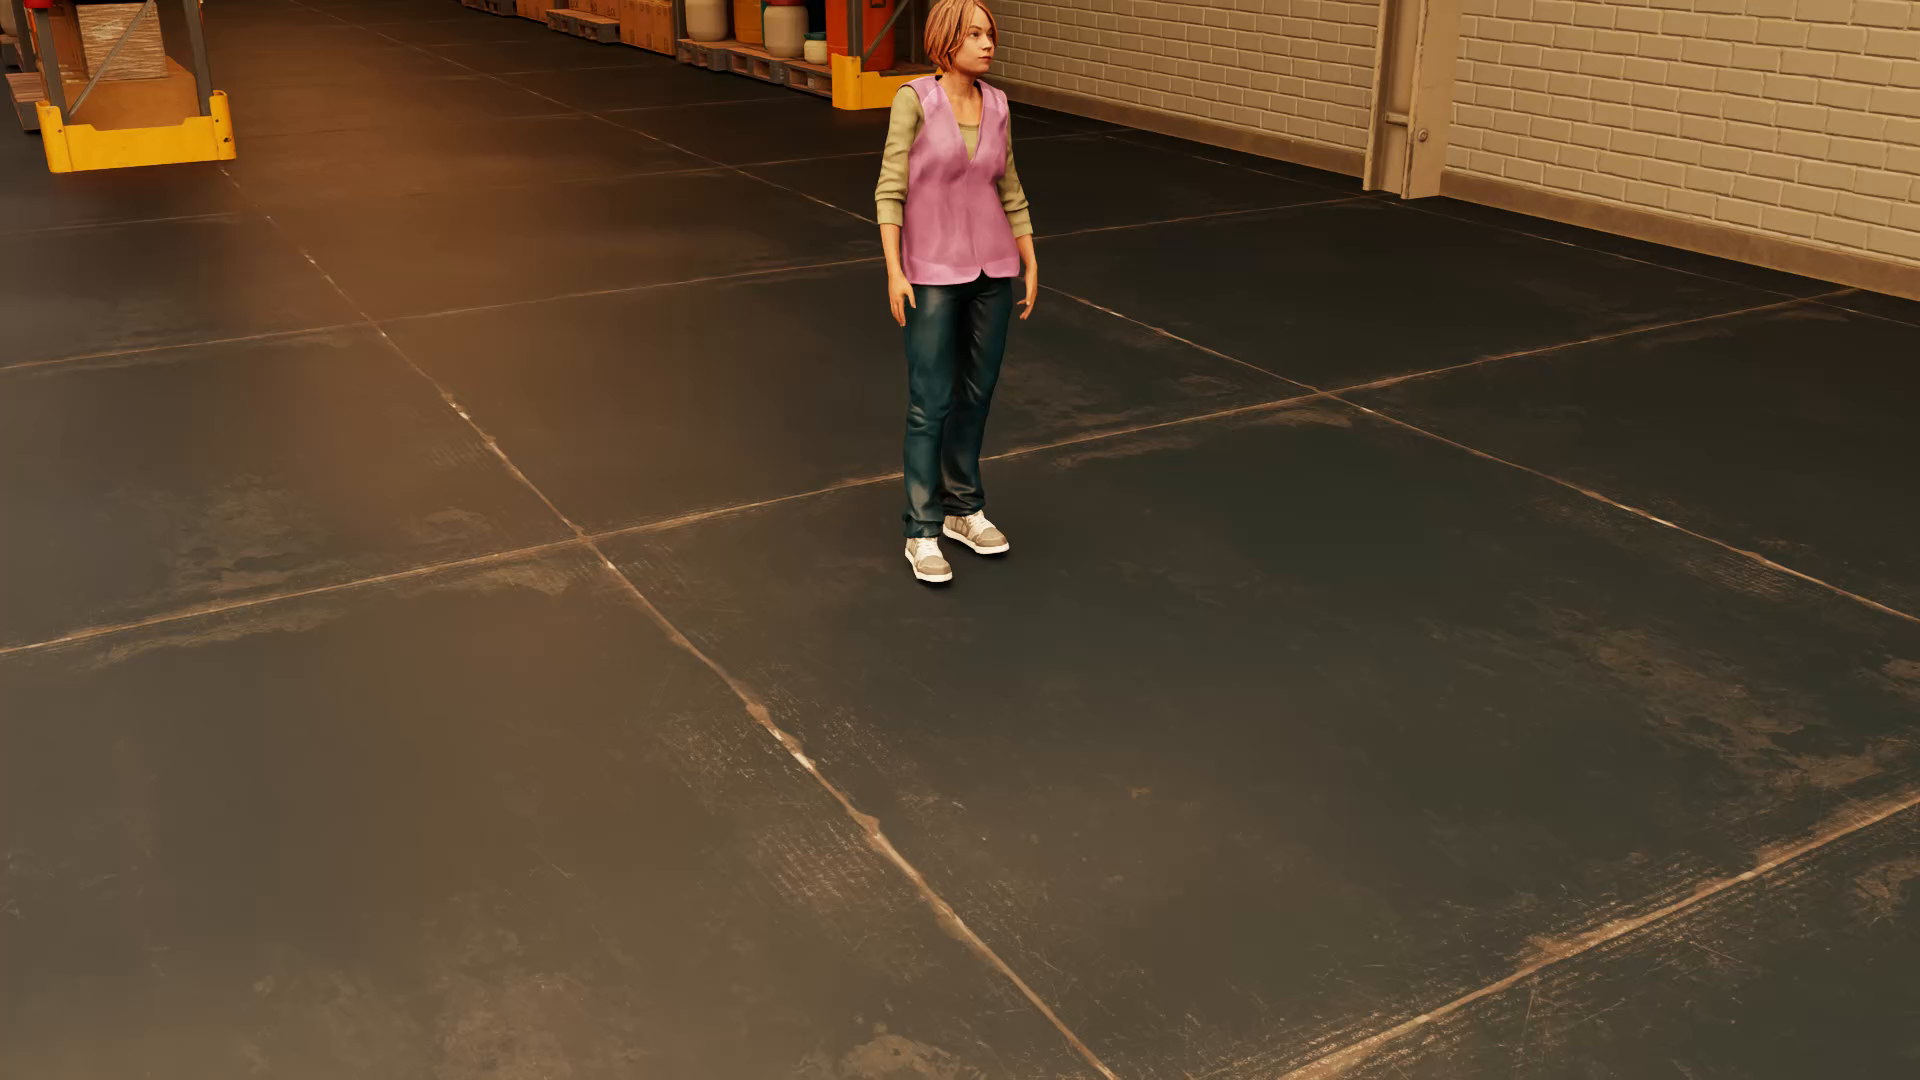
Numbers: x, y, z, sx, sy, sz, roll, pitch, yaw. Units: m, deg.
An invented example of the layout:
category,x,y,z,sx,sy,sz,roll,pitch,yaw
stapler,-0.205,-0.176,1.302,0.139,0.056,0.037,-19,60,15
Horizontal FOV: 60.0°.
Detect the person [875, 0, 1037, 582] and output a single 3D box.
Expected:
category,x,y,z,sx,sy,sz,roll,pitch,yaw
person,0.024,-0.719,4.763,0.520,1.597,0.476,-12,25,-28
